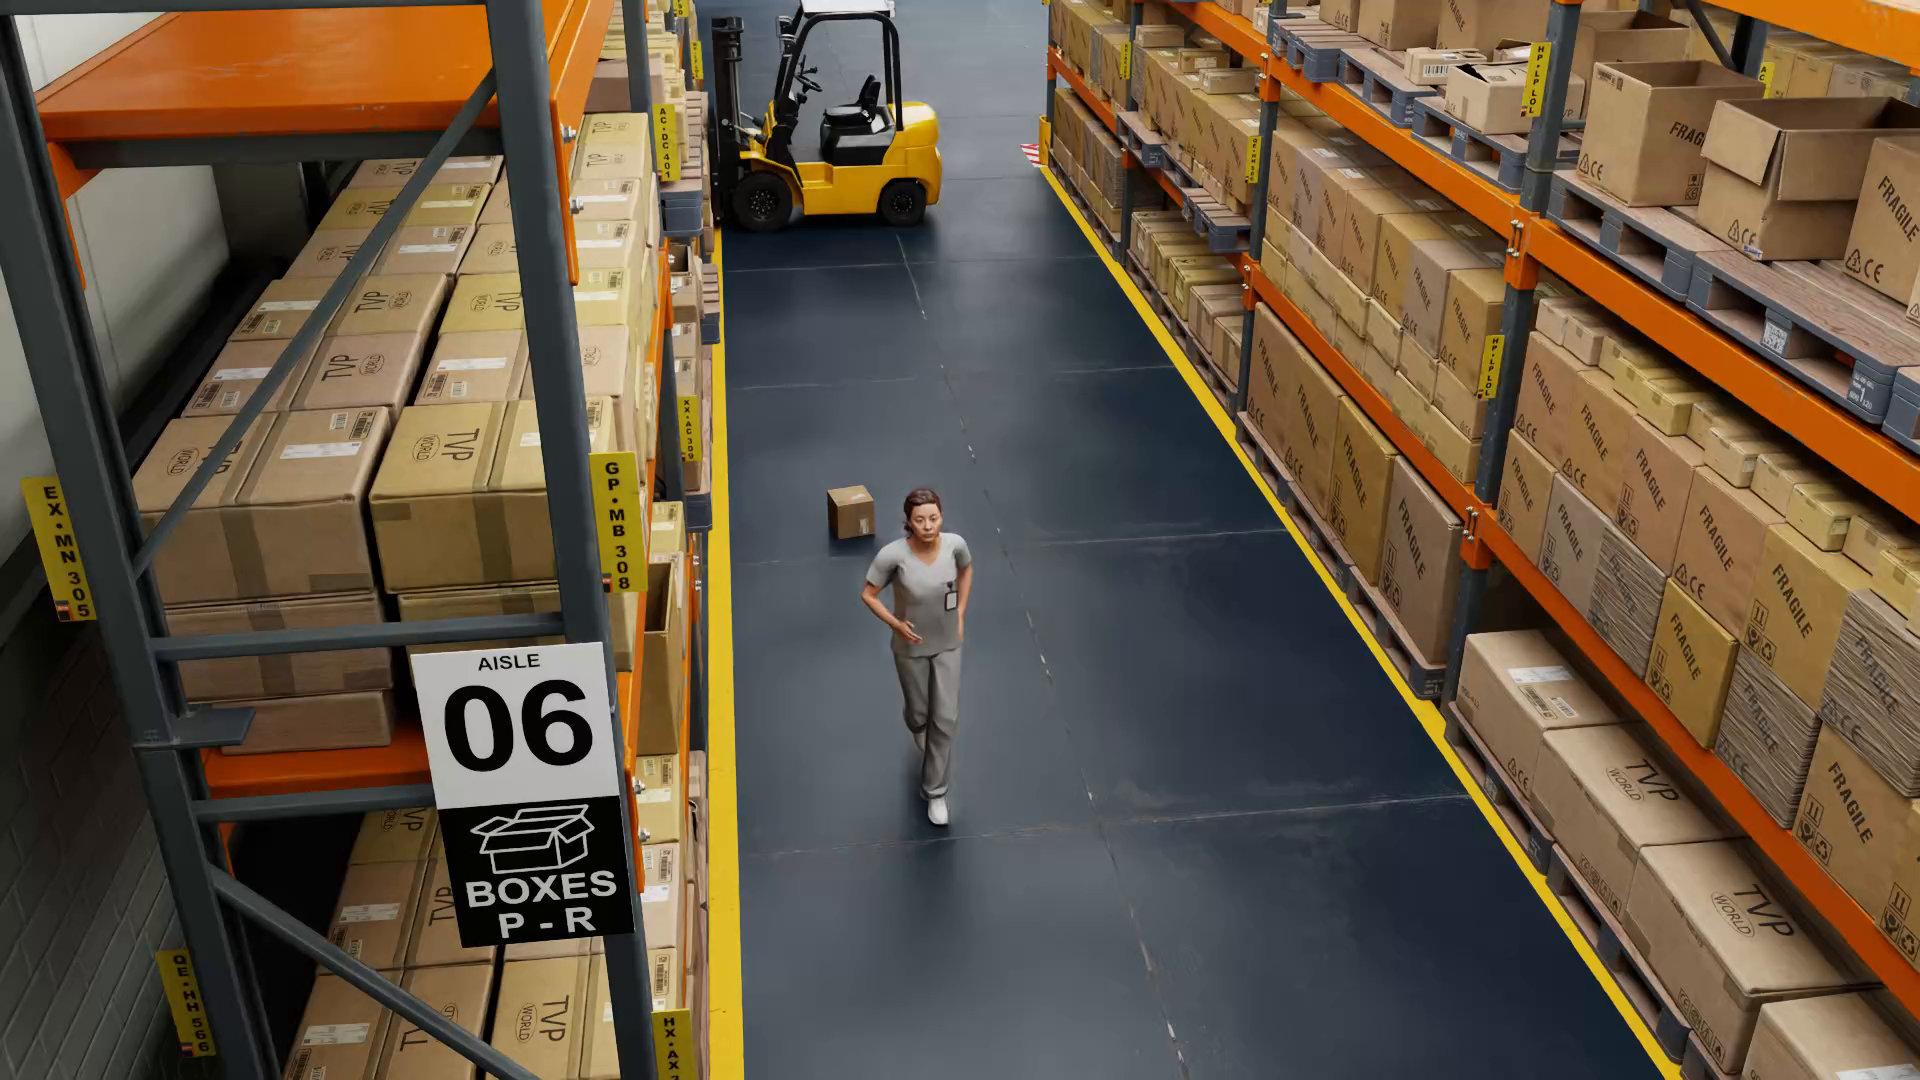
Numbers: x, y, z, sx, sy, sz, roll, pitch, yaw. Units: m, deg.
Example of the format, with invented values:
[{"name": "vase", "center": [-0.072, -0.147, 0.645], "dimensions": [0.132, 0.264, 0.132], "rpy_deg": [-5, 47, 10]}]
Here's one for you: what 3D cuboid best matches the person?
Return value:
[{"name": "person", "center": [-0.186, 0.512, 8.114], "dimensions": [0.580, 1.661, 0.763], "rpy_deg": [-7, 28, -13]}]
